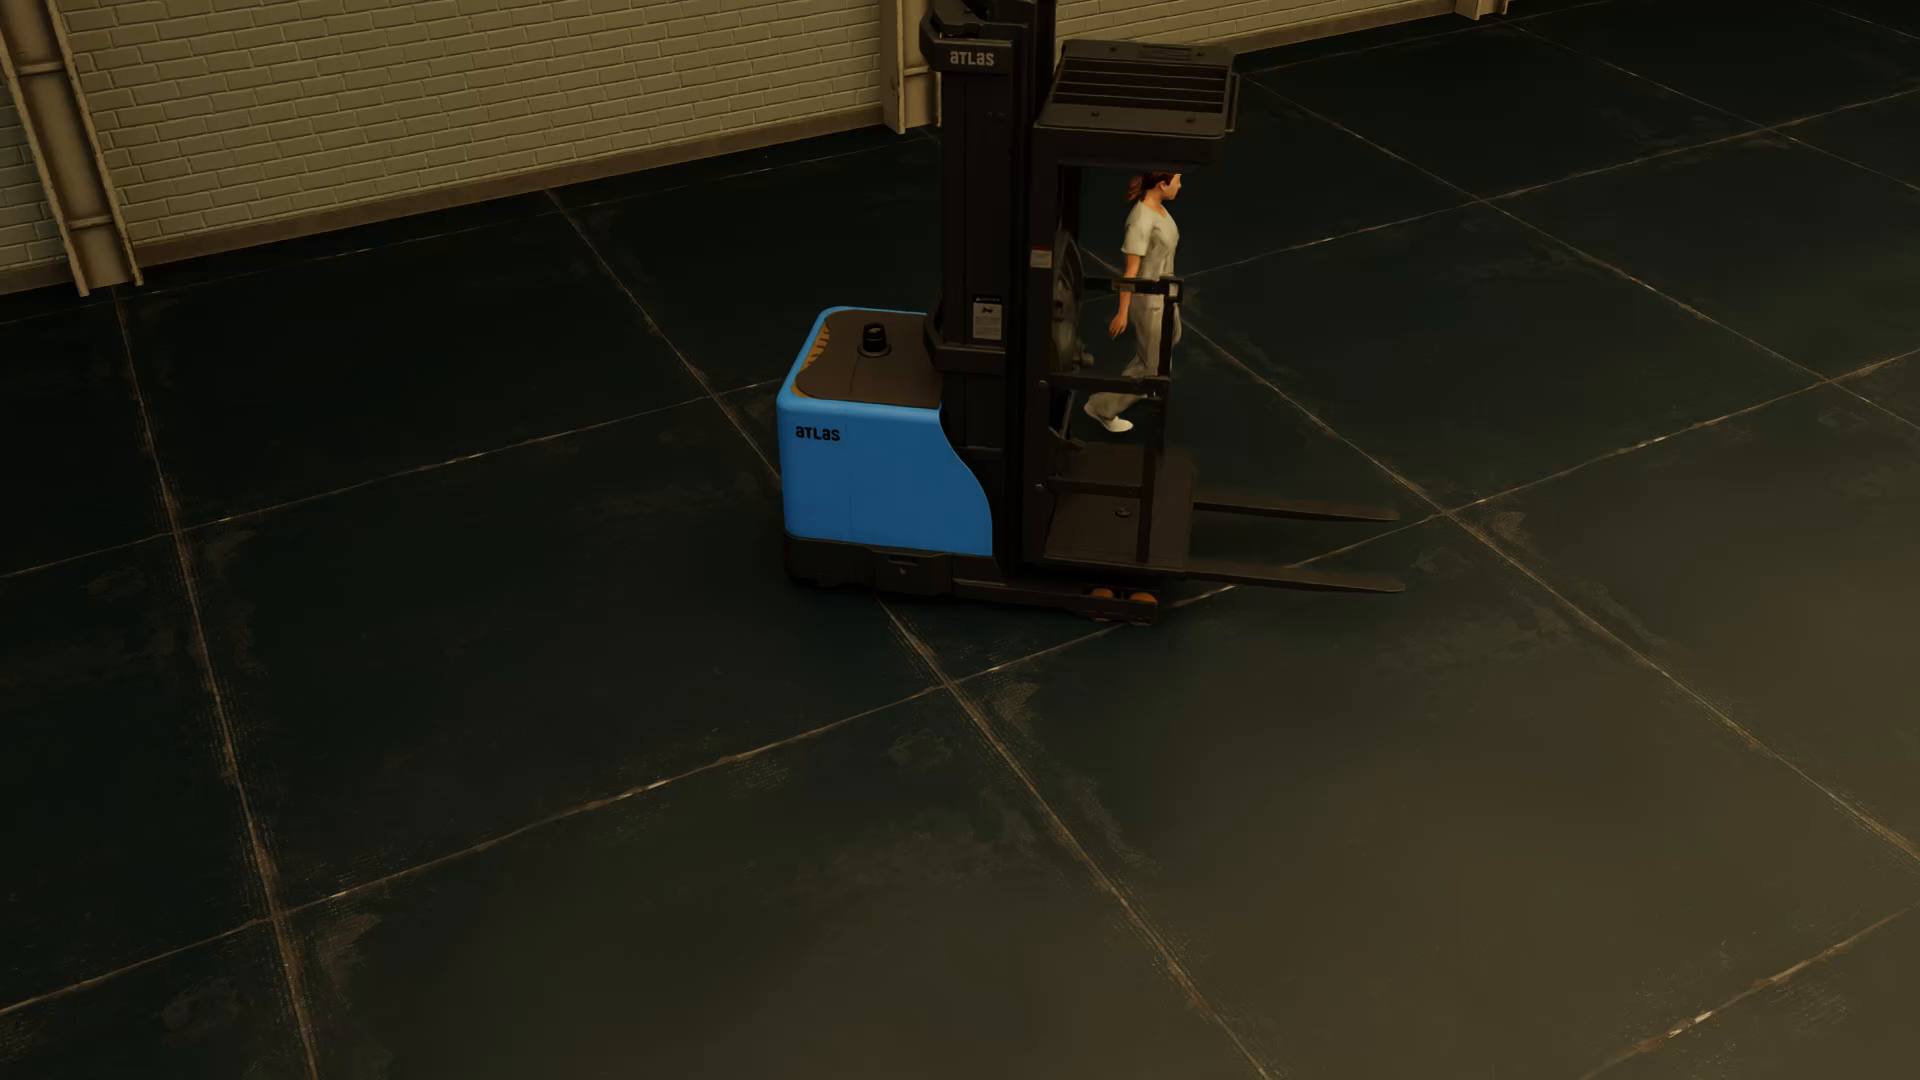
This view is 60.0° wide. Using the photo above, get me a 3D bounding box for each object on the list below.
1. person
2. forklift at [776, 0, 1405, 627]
[{"bbox_3d":[0.985,-1.346,9.187,0.484,1.599,0.780,11,37,15],"label":"person"},{"bbox_3d":[0.688,-1.109,7.692,3.031,2.935,1.130,6,36,8],"label":"forklift"}]
